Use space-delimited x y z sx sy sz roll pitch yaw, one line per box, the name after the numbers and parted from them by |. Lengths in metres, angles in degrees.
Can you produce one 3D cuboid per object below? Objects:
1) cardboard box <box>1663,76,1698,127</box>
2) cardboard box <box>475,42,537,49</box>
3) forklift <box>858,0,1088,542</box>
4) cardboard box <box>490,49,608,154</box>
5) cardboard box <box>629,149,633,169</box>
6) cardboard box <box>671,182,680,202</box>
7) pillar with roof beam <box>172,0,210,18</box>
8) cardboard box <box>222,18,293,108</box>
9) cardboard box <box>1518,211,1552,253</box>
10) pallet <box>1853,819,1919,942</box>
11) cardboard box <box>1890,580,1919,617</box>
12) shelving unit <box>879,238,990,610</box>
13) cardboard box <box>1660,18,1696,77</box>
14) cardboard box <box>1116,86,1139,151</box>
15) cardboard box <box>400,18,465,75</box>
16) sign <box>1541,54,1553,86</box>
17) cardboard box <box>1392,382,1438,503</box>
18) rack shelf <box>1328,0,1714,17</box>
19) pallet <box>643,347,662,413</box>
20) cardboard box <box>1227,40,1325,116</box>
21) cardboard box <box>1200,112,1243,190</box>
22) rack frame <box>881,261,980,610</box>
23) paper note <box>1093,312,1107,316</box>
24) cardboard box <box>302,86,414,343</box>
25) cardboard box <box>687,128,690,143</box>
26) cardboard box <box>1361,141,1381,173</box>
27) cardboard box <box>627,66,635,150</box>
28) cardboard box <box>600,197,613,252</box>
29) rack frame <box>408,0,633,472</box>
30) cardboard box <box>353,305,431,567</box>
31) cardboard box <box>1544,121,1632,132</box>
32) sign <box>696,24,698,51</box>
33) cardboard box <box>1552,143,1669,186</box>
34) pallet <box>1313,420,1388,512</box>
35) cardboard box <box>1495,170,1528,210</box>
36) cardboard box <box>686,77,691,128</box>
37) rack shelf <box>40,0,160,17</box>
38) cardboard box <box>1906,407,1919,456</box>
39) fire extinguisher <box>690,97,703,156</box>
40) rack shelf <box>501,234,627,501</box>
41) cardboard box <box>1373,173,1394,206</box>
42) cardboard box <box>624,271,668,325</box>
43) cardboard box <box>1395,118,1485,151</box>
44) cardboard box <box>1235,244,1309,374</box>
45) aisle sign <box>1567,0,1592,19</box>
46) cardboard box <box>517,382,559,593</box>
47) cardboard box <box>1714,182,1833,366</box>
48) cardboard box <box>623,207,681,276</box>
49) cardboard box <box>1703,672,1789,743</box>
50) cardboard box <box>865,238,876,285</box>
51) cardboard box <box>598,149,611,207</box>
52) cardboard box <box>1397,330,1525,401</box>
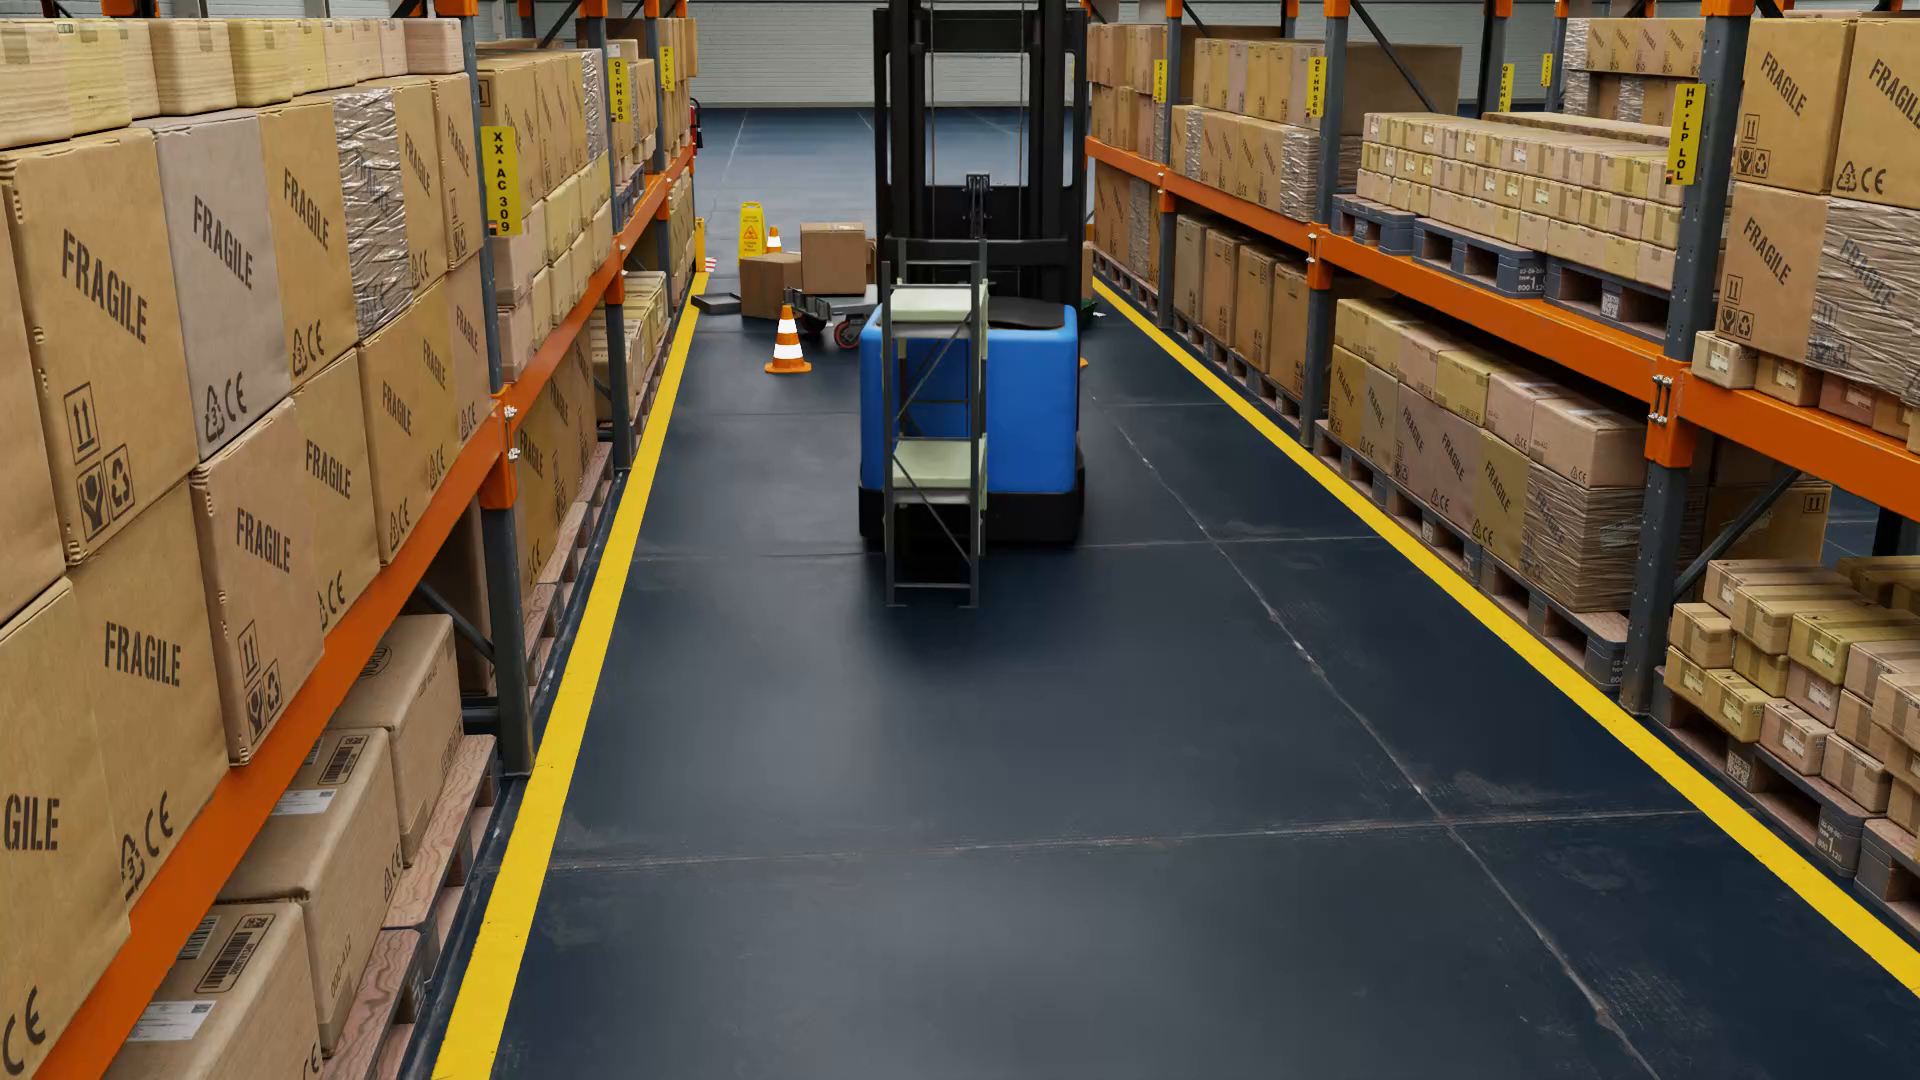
6.926 -3.940 15.055 0.875 0.500 0.500 -2 18 -6 | cardboard box
-2.815 -2.998 10.272 0.380 0.149 0.250 -3 18 -8 | cardboard box
0.118 -1.780 8.953 1.130 2.935 3.031 1 17 3 | forklift
-2.052 -2.199 8.338 0.500 0.500 0.500 -2 18 -7 | cardboard box
-2.333 -2.486 10.807 0.380 0.149 0.250 -1 17 -4 | cardboard box
-2.579 -2.944 14.101 0.380 0.149 0.250 -1 17 -4 | cardboard box
-5.289 -8.597 20.537 9.100 9.000 0.400 -2 18 -6 | pillar with roof beam
-1.420 -0.849 2.953 0.380 0.149 0.250 -2 18 -7 | cardboard box
2.611 -1.313 7.071 0.380 0.149 0.250 -3 18 -8 | cardboard box
3.193 1.082 4.378 1.003 0.211 1.213 -2 18 -6 | pallet
3.321 0.237 5.479 0.380 0.149 0.250 -2 17 -5 | cardboard box
-0.100 -0.530 7.361 0.431 1.500 0.755 1 17 3 | shelving unit
6.655 -4.408 14.878 0.500 0.500 0.500 -2 18 -6 | cardboard box
1.913 -3.859 15.210 0.875 0.550 0.500 -2 18 -6 | cardboard box
-1.605 -1.381 4.648 0.380 0.149 0.250 -2 18 -7 | cardboard box
6.127 -4.906 17.351 0.100 0.325 0.005 -2 18 -6 | sign
2.480 -0.490 8.202 0.500 0.500 0.500 -2 18 -7 | cardboard box
2.754 -2.495 7.311 1.077 0.370 4.000 -2 18 -6 | rack shelf
-2.568 -1.085 11.282 1.003 0.211 1.213 -2 18 -6 | pallet
2.299 -3.268 11.743 0.700 0.500 0.500 -2 18 -5 | cardboard box
2.023 -2.778 11.852 0.500 0.500 0.500 -2 18 -6 | cardboard box
-0.120 -0.420 7.012 0.400 1.500 0.023 1 17 3 | rack frame
1.165 -1.951 14.340 0.142 0.020 0.147 16 24 42 | paper note
-1.524 -0.718 3.621 0.500 0.500 0.500 -2 17 -5 | cardboard box
-2.803 -3.907 16.033 0.380 0.149 0.250 -2 18 -6 | cardboard box
2.398 -2.076 9.002 0.380 0.149 0.250 -1 17 -3 | cardboard box
-2.304 -2.664 10.292 0.500 0.500 0.500 -1 17 -5 | cardboard box
-2.055 -1.606 8.535 0.500 0.250 0.500 -2 18 -8 | cardboard box
-2.366 -1.820 8.967 1.000 3.000 0.127 -2 18 -6 | rack frame
-1.526 -0.243 3.778 0.500 0.500 0.500 -2 18 -6 | cardboard box
3.136 -2.003 8.276 0.380 0.149 0.250 -1 17 -4 | cardboard box
-2.637 -4.918 16.374 0.100 0.325 0.005 -2 18 -6 | sign
2.644 -1.525 6.751 0.380 0.149 0.250 -2 18 -6 | cardboard box
2.627 -0.440 9.226 1.003 0.211 1.213 -2 18 -6 | pallet
2.583 -1.539 7.293 0.380 0.149 0.250 -2 18 -5 | cardboard box
-2.861 -4.240 16.012 0.500 0.500 0.500 -2 18 -7 | cardboard box
-7.921 -4.541 13.828 1.077 0.370 4.000 -2 18 -6 | rack shelf
2.827 -0.286 4.501 0.380 0.149 0.250 -1 17 -5 | cardboard box
-2.744 -4.215 16.725 0.296 0.674 0.183 -2 18 -6 | fire extinguisher
-2.159 -0.881 7.177 1.077 0.370 4.000 -2 18 -6 | rack shelf
2.420 -1.864 8.826 0.380 0.149 0.250 -1 17 -3 | cardboard box
-2.722 -1.802 12.596 0.950 0.372 0.625 -2 17 -5 | cardboard box
2.454 -2.071 8.490 0.380 0.149 0.250 -2 18 -6 | cardboard box
2.481 -1.575 11.240 1.050 0.750 0.750 -2 17 -5 | cardboard box
6.361 -5.759 17.174 0.394 0.787 0.004 -2 18 -6 | aisle sign
-2.198 -0.266 6.864 0.875 0.875 0.875 -1 17 -4 | cardboard box
2.760 -0.846 5.200 0.500 0.500 0.500 -2 18 -7 | cardboard box
-2.571 -2.442 13.586 0.500 0.500 0.500 -1 17 -3 | cardboard box
2.705 0.546 5.489 0.380 0.149 0.250 -1 17 -4 | cardboard box
-0.492 -2.568 15.515 0.637 0.503 0.797 16 24 42 | cardboard box
-2.063 -1.851 8.480 0.500 0.250 0.500 -2 18 -6 | cardboard box
2.468 -0.857 8.119 0.500 0.250 0.500 -2 18 -5 | cardboard box
